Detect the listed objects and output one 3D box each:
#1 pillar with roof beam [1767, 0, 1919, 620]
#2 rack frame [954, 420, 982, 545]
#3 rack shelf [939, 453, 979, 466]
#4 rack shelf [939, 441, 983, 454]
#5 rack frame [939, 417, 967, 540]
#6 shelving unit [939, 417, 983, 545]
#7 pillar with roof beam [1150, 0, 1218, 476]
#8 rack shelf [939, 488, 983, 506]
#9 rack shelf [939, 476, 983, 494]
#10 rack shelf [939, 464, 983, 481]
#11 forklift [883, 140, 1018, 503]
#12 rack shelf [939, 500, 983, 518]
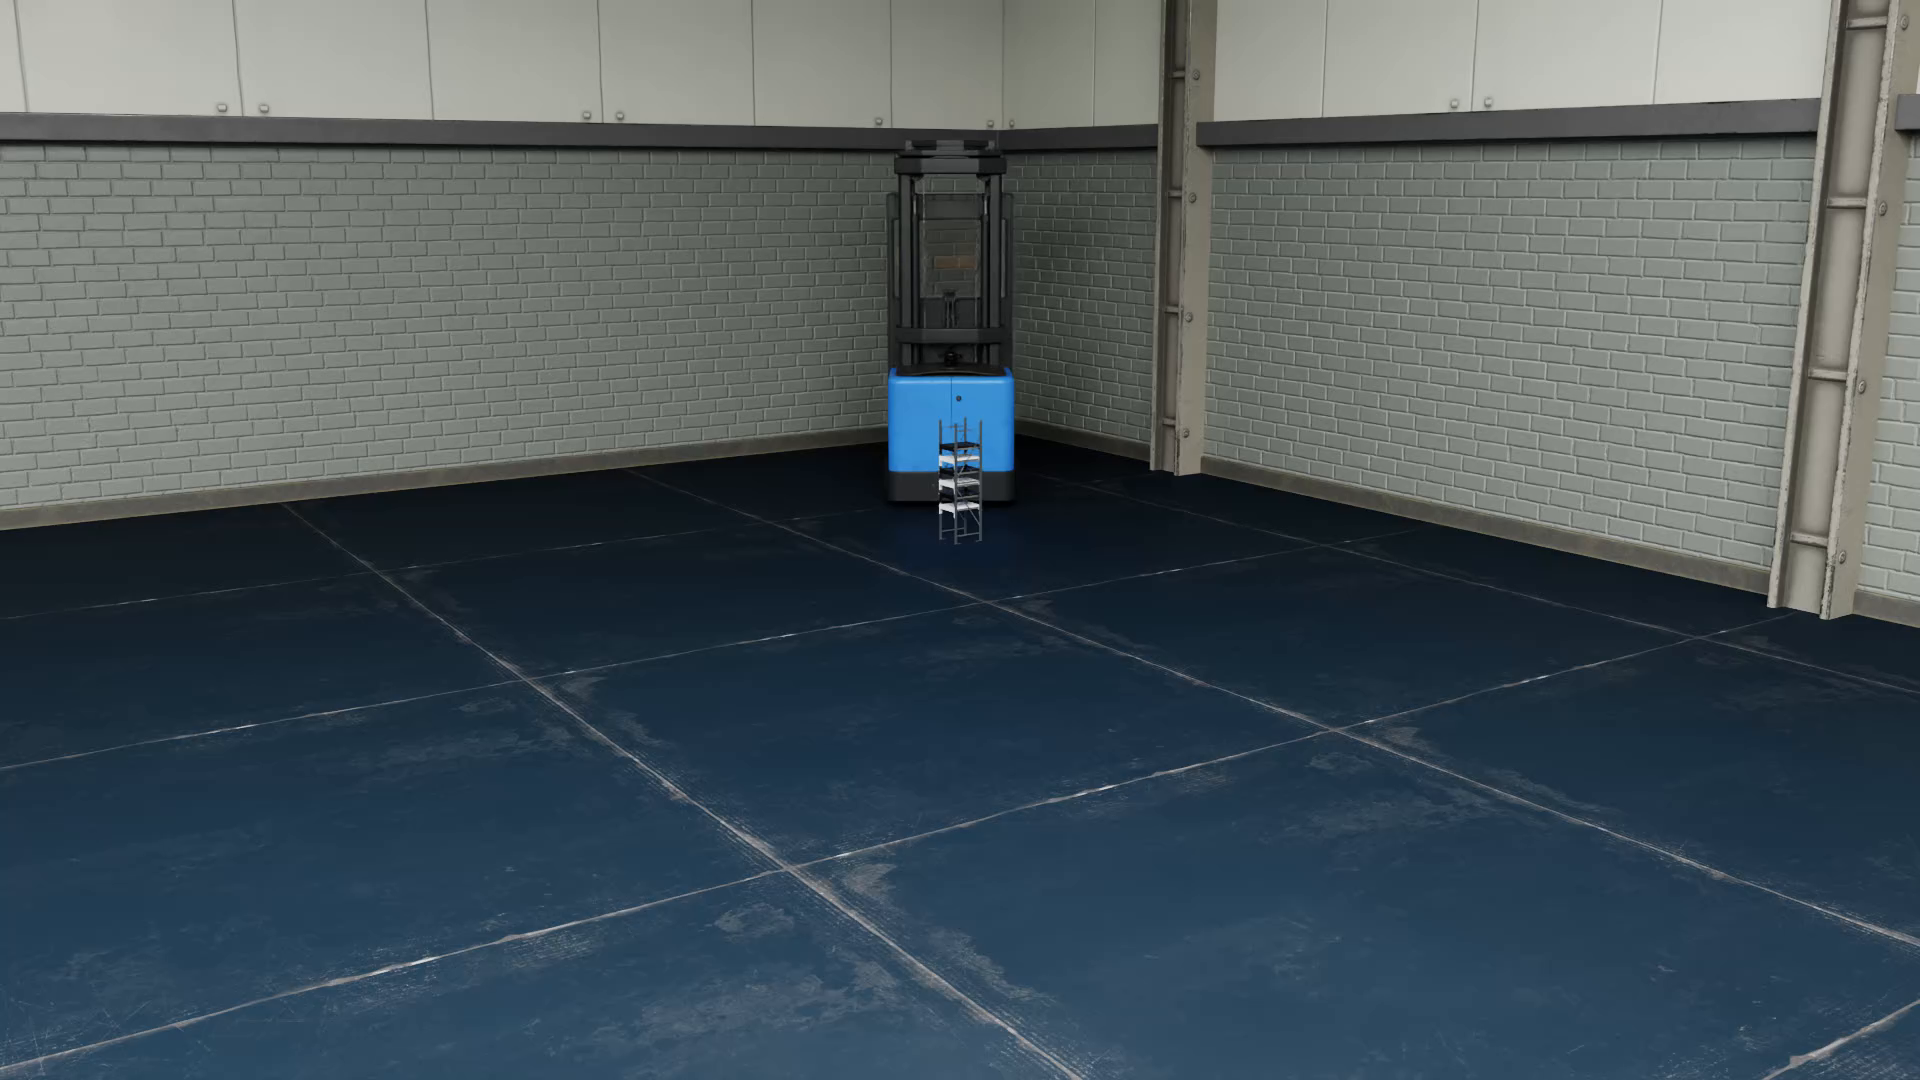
[{"bbox_3d":[1.723,-3.453,7.087,9.100,9.000,0.400,-8,15,-33],"label":"pillar with roof beam"},{"bbox_3d":[0.061,-0.420,12.176,0.240,0.900,0.006,-8,15,-33],"label":"rack frame"},{"bbox_3d":[0.004,-0.581,12.228,0.258,0.077,0.200,-8,15,-33],"label":"rack shelf"},{"bbox_3d":[0.004,-0.669,12.208,0.258,0.077,0.200,-8,15,-33],"label":"rack shelf"},{"bbox_3d":[-0.052,-0.456,12.342,0.240,0.900,0.006,-8,15,-33],"label":"rack frame"},{"bbox_3d":[0.004,-0.438,12.259,0.258,0.900,0.210,-8,15,-33],"label":"shelving unit"},{"bbox_3d":[-1.601,-4.520,11.967,9.100,9.000,0.400,-8,15,-33],"label":"pillar with roof beam"},{"bbox_3d":[0.004,-0.318,12.285,0.258,0.077,0.200,-8,15,-33],"label":"rack shelf"},{"bbox_3d":[0.004,-0.406,12.266,0.258,0.077,0.200,-8,15,-33],"label":"rack shelf"},{"bbox_3d":[0.004,-0.494,12.247,0.258,0.077,0.200,-8,15,-33],"label":"rack shelf"},{"bbox_3d":[-0.091,-1.999,14.641,1.130,2.935,3.031,0,12,-1],"label":"forklift"},{"bbox_3d":[0.004,-0.230,12.305,0.258,0.077,0.200,-8,15,-33],"label":"rack shelf"}]
